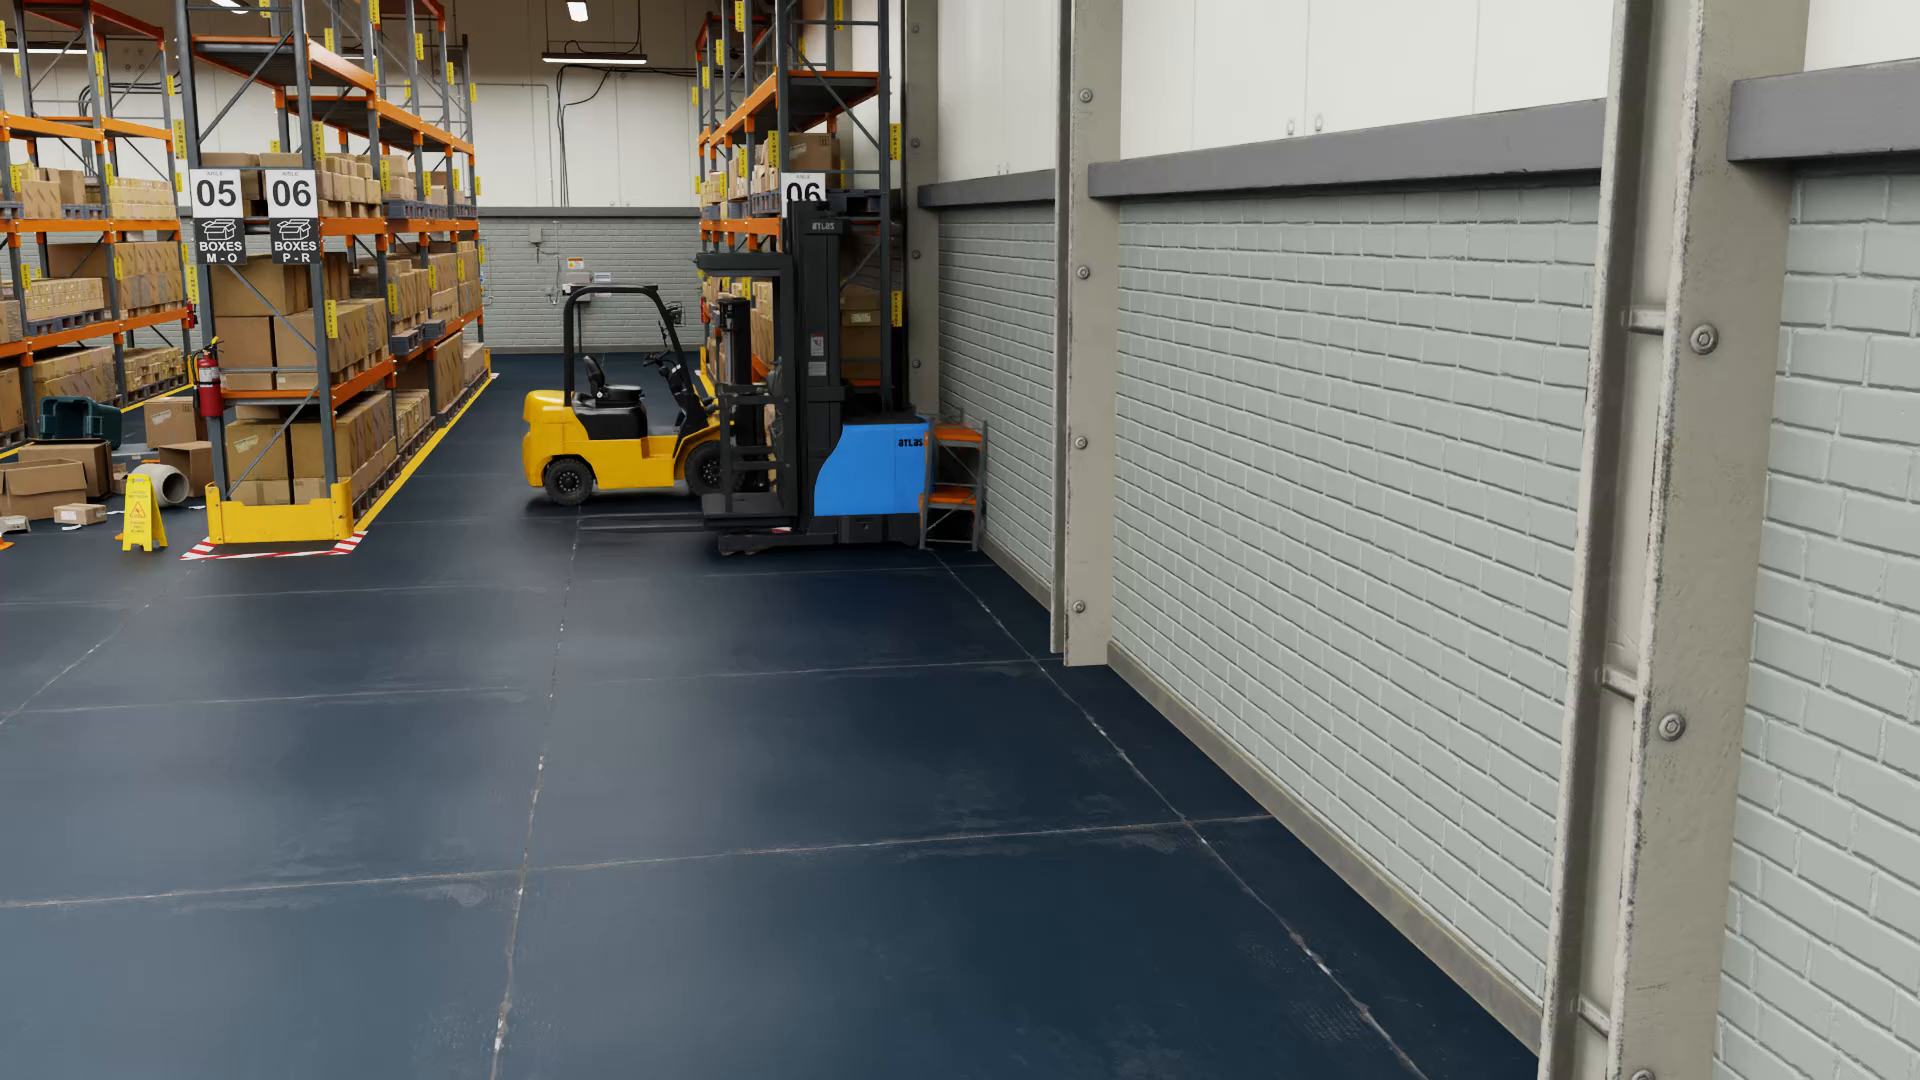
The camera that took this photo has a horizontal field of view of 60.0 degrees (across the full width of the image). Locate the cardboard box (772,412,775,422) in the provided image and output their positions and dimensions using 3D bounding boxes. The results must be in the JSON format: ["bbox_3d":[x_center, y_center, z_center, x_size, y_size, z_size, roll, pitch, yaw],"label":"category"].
[{"bbox_3d":[-1.531,-1.077,15.892,0.500,0.250,0.500,-2,11,-9],"label":"cardboard box"}]

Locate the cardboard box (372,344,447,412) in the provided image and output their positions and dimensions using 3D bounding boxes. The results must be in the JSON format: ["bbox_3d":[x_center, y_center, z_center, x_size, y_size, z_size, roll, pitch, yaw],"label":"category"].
[{"bbox_3d":[-7.612,-2.236,22.981,0.875,0.875,0.875,-2,11,-12],"label":"cardboard box"}]

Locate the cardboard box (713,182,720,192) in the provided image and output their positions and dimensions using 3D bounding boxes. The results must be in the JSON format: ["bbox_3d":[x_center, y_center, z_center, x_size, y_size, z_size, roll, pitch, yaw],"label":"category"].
[{"bbox_3d":[-3.484,-5.259,24.769,0.380,0.149,0.250,-2,11,-11],"label":"cardboard box"}]

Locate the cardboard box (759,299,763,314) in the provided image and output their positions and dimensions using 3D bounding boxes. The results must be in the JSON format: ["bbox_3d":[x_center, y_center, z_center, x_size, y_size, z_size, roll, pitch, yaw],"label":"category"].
[{"bbox_3d":[-1.955,-2.501,17.810,0.380,0.149,0.250,-2,11,-12],"label":"cardboard box"}]

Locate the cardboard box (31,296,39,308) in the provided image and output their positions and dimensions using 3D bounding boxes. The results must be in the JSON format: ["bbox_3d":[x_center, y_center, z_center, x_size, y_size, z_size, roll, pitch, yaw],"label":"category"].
[{"bbox_3d":[-12.347,-3.120,21.819,0.380,0.149,0.250,-2,11,-8],"label":"cardboard box"}]

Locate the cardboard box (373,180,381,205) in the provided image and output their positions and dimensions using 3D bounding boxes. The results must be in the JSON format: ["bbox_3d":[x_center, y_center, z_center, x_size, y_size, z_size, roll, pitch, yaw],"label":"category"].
[{"bbox_3d":[-6.431,-3.685,17.616,0.500,0.250,0.500,-2,11,-12],"label":"cardboard box"}]

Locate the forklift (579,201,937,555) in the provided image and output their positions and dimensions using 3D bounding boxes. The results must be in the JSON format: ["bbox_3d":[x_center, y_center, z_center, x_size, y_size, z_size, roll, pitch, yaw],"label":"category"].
[{"bbox_3d":[-1.768,-1.418,14.307,3.031,2.935,1.130,-2,11,-10],"label":"forklift"}]

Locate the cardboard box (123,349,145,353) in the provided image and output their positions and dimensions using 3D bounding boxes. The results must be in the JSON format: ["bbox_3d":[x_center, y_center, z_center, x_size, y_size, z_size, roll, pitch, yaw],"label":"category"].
[{"bbox_3d":[-14.011,-3.156,28.165,0.380,0.149,0.250,-2,11,-10],"label":"cardboard box"}]

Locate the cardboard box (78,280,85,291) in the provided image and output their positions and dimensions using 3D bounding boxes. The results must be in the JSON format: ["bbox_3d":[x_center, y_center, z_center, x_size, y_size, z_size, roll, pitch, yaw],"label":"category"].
[{"bbox_3d":[-12.751,-3.643,23.769,0.380,0.149,0.250,-2,11,-11],"label":"cardboard box"}]

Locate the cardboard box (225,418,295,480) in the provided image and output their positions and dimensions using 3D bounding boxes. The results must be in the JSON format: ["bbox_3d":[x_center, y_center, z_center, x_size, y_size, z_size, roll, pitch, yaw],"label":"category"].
[{"bbox_3d":[-6.415,-0.838,15.301,0.500,0.500,0.500,-2,11,-11],"label":"cardboard box"}]

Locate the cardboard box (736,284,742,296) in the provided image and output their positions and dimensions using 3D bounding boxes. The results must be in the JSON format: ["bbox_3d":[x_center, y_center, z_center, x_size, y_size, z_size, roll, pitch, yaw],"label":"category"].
[{"bbox_3d":[-2.790,-3.328,22.159,0.380,0.149,0.250,-2,11,-9],"label":"cardboard box"}]

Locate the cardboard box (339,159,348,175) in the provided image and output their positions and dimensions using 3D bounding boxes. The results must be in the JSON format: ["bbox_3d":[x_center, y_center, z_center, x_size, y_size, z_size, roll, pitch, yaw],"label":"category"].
[{"bbox_3d":[-6.014,-3.526,15.718,0.380,0.149,0.250,-2,11,-9],"label":"cardboard box"}]

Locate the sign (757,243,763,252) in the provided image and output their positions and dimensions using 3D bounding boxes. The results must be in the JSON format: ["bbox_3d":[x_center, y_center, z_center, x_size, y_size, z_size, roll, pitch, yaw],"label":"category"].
[{"bbox_3d":[-3.699,-5.333,30.750,0.100,0.325,0.005,-2,11,-11],"label":"sign"}]

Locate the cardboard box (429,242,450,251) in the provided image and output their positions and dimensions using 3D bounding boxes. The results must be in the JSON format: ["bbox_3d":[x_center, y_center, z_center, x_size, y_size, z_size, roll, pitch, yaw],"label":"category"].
[{"bbox_3d":[-8.301,-4.695,26.667,0.380,0.149,0.250,-2,11,-12],"label":"cardboard box"}]

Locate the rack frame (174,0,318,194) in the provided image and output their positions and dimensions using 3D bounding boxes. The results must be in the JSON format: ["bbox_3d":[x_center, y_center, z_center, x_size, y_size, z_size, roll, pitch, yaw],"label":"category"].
[{"bbox_3d":[-6.004,-4.424,13.870,1.000,3.000,0.127,-2,11,-11],"label":"rack frame"}]

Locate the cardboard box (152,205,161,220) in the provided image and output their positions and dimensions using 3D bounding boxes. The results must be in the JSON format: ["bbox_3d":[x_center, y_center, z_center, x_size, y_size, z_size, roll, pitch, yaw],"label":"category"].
[{"bbox_3d":[-13.414,-5.354,27.181,0.500,0.250,0.500,-2,11,-9],"label":"cardboard box"}]

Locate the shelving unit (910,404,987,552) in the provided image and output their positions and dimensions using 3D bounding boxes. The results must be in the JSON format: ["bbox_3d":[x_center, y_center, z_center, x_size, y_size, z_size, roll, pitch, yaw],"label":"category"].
[{"bbox_3d":[-0.147,-0.557,14.521,0.538,1.125,1.048,3,10,-11],"label":"shelving unit"}]

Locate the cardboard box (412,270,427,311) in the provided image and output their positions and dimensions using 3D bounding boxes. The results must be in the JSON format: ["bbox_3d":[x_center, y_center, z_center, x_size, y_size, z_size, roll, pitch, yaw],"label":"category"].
[{"bbox_3d":[-7.087,-3.178,21.183,0.500,0.500,0.500,-2,11,-12],"label":"cardboard box"}]

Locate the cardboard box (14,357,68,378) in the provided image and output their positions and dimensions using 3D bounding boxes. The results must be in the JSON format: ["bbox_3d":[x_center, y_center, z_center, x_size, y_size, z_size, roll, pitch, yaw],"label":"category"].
[{"bbox_3d":[-12.391,-2.320,22.421,0.500,0.250,0.500,-2,11,-12],"label":"cardboard box"}]

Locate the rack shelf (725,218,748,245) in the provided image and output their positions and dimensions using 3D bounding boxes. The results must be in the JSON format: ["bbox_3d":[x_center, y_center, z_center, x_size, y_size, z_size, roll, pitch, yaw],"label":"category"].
[{"bbox_3d":[-2.302,-3.878,20.952,1.077,0.370,4.000,-2,11,-11],"label":"rack shelf"}]

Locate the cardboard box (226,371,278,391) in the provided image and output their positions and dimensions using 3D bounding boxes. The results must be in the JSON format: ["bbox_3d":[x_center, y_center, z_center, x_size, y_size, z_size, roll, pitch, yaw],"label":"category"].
[{"bbox_3d":[-6.286,-1.414,14.774,0.380,0.149,0.250,-2,11,-9],"label":"cardboard box"}]

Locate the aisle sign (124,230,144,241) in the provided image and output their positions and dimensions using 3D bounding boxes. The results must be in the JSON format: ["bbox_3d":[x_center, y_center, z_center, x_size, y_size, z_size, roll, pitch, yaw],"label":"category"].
[{"bbox_3d":[-14.260,-5.492,28.576,0.394,0.787,0.004,-2,11,-11],"label":"aisle sign"}]

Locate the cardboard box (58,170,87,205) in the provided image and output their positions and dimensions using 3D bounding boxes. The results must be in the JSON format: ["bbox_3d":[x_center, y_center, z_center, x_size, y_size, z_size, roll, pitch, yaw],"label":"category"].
[{"bbox_3d":[-13.208,-5.134,24.236,0.700,0.500,0.500,-2,11,-11],"label":"cardboard box"}]

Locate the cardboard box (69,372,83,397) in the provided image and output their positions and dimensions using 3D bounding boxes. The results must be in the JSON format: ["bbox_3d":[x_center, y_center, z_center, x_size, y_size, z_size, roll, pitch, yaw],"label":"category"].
[{"bbox_3d":[-12.488,-2.049,22.999,0.500,0.500,0.500,-2,11,-12],"label":"cardboard box"}]

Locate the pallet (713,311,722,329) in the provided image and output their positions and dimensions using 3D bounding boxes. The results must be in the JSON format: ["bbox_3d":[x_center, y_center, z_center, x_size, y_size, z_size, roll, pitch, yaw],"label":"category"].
[{"bbox_3d":[-2.892,-3.152,23.750,1.213,0.211,1.003,-2,11,-11],"label":"pallet"}]

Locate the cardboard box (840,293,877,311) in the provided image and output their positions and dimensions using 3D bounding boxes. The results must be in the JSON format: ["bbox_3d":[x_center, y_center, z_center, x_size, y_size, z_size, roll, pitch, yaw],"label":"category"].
[{"bbox_3d":[-0.991,-2.241,15.650,0.380,0.149,0.250,-2,11,-12],"label":"cardboard box"}]

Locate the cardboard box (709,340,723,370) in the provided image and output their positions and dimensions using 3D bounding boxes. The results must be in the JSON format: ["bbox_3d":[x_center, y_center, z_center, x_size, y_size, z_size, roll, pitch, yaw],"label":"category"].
[{"bbox_3d":[-4.093,-3.297,29.557,0.700,0.500,0.500,-2,11,-9],"label":"cardboard box"}]

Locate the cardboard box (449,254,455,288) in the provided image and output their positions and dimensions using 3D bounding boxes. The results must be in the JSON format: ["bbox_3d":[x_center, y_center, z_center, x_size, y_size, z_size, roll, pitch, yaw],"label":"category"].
[{"bbox_3d":[-7.897,-4.050,25.012,0.500,0.500,0.500,-2,11,-10],"label":"cardboard box"}]

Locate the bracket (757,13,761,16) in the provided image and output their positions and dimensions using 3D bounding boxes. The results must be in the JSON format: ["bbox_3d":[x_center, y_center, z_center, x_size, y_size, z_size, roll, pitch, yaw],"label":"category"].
[{"bbox_3d":[-3.651,-9.270,29.707,0.076,0.066,4.783,-2,11,-11],"label":"bracket"}]

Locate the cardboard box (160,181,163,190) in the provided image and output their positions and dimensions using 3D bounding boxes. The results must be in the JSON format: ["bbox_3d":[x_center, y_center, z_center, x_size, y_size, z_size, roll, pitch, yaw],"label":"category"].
[{"bbox_3d":[-13.626,-5.955,27.939,0.380,0.149,0.250,-2,11,-10],"label":"cardboard box"}]

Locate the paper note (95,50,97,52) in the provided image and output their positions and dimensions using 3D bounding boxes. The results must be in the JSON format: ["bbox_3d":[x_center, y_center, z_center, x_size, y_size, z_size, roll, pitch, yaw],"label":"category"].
[{"bbox_3d":[-14.390,-8.138,27.686,0.001,0.032,0.123,-2,11,-11],"label":"paper note"}]

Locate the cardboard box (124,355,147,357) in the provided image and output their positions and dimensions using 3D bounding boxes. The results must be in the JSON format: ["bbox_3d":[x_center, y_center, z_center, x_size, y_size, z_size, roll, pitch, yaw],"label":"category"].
[{"bbox_3d":[-13.307,-2.888,26.760,0.380,0.149,0.250,-3,11,-13],"label":"cardboard box"}]

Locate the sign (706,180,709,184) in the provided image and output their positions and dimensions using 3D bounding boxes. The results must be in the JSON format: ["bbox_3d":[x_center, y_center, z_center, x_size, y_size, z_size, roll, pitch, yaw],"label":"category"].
[{"bbox_3d":[-4.000,-5.565,26.507,0.100,0.325,0.005,-2,11,-11],"label":"sign"}]

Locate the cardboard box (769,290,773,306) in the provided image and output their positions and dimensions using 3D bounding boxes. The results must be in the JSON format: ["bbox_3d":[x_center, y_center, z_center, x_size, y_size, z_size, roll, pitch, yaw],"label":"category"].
[{"bbox_3d":[-1.703,-2.413,16.553,0.380,0.149,0.250,-2,11,-10],"label":"cardboard box"}]

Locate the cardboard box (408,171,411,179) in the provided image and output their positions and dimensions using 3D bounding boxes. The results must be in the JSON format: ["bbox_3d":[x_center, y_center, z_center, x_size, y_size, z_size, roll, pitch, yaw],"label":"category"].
[{"bbox_3d":[-8.451,-5.234,24.761,0.500,0.500,0.500,-2,11,-12],"label":"cardboard box"}]

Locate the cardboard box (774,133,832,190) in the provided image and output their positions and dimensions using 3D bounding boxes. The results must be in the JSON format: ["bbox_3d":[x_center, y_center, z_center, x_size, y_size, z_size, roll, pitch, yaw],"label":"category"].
[{"bbox_3d":[-1.461,-3.508,15.425,0.500,0.500,0.500,-2,11,-9],"label":"cardboard box"}]

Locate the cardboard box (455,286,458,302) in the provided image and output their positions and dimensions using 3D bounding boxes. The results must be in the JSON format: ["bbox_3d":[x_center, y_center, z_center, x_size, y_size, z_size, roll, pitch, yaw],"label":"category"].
[{"bbox_3d":[-8.013,-3.777,25.583,0.500,0.250,0.500,-2,11,-11],"label":"cardboard box"}]

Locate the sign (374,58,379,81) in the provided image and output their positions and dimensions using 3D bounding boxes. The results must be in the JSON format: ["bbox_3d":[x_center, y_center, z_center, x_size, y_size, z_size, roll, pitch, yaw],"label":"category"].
[{"bbox_3d":[-8.887,-7.145,25.249,0.100,0.325,0.005,-2,11,-11],"label":"sign"}]

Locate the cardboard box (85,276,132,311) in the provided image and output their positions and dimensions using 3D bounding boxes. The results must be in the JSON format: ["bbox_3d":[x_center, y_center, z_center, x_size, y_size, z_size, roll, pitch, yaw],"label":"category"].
[{"bbox_3d":[-13.023,-3.774,25.440,0.500,0.500,0.500,-2,11,-12],"label":"cardboard box"}]

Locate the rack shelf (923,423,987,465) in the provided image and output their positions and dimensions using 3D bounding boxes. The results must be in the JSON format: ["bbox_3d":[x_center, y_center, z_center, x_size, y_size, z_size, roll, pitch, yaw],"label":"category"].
[{"bbox_3d":[-0.122,-0.845,14.473,0.538,0.278,1.000,3,10,-11],"label":"rack shelf"}]

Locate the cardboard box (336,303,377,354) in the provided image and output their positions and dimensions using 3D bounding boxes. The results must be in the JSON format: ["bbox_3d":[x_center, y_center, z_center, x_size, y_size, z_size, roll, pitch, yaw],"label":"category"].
[{"bbox_3d":[-6.239,-2.144,16.874,0.500,0.500,0.500,-2,11,-9],"label":"cardboard box"}]

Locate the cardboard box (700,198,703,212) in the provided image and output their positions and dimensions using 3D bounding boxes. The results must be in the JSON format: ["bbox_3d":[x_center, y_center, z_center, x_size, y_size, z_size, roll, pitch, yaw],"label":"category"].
[{"bbox_3d":[-4.429,-6.047,30.027,0.500,0.250,0.500,-2,11,-12],"label":"cardboard box"}]

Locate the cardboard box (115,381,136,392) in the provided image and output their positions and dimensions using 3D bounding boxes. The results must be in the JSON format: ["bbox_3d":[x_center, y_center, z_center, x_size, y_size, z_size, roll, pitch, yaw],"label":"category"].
[{"bbox_3d":[-12.929,-2.363,25.591,0.380,0.149,0.250,-3,11,-13],"label":"cardboard box"}]

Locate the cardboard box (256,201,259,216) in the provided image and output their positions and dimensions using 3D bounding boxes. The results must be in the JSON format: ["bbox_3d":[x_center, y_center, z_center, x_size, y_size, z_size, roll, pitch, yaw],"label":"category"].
[{"bbox_3d":[-6.428,-2.926,14.698,0.380,0.149,0.250,-2,11,-11],"label":"cardboard box"}]

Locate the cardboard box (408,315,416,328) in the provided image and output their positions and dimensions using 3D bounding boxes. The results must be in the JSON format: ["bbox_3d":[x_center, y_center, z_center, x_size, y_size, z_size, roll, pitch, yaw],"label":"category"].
[{"bbox_3d":[-6.805,-2.646,20.124,0.380,0.149,0.250,-2,11,-9],"label":"cardboard box"}]

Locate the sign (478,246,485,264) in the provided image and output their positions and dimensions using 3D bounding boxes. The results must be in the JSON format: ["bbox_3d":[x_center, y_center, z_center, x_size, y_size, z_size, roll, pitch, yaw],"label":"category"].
[{"bbox_3d":[-8.581,-5.113,29.809,0.100,0.325,0.005,-2,11,-11],"label":"sign"}]

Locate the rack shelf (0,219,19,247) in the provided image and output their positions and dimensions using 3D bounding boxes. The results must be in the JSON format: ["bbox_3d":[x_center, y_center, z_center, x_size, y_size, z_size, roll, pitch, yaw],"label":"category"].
[{"bbox_3d":[-12.006,-3.498,18.957,1.077,0.370,4.000,-2,11,-11],"label":"rack shelf"}]

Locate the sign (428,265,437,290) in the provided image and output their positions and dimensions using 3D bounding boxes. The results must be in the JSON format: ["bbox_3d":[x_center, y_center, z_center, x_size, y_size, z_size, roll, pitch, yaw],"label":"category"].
[{"bbox_3d":[-7.029,-3.495,22.152,0.100,0.325,0.005,-2,11,-11],"label":"sign"}]

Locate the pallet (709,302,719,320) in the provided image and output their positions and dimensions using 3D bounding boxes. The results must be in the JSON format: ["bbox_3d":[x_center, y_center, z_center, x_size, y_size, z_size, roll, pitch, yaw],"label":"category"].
[{"bbox_3d":[-3.421,-3.614,26.174,1.003,0.211,1.213,-2,11,-11],"label":"pallet"}]

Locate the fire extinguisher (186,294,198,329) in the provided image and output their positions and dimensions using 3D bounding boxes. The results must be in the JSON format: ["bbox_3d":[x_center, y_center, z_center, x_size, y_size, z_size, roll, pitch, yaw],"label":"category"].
[{"bbox_3d":[-13.548,-4.054,29.179,0.296,0.674,0.183,-2,11,-11],"label":"fire extinguisher"}]

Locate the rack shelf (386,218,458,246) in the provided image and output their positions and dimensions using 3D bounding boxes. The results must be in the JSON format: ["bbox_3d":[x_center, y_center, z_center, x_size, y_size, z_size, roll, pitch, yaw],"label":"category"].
[{"bbox_3d":[-7.949,-4.431,23.854,1.077,0.370,4.000,-2,11,-11],"label":"rack shelf"}]

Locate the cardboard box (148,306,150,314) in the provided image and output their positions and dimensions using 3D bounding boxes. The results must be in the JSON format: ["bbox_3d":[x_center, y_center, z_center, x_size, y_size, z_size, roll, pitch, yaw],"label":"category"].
[{"bbox_3d":[-13.309,-3.706,26.820,0.380,0.149,0.250,-2,11,-9],"label":"cardboard box"}]

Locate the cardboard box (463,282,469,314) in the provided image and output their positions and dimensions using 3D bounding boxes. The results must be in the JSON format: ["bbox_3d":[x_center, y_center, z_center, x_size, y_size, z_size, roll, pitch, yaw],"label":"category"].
[{"bbox_3d":[-8.266,-3.914,26.973,0.500,0.500,0.500,-2,11,-11],"label":"cardboard box"}]

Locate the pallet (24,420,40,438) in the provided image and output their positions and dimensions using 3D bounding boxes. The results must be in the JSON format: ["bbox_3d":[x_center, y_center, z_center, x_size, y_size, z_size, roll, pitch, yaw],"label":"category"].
[{"bbox_3d":[-12.546,-1.519,22.111,1.003,0.211,1.213,-2,11,-11],"label":"pallet"}]

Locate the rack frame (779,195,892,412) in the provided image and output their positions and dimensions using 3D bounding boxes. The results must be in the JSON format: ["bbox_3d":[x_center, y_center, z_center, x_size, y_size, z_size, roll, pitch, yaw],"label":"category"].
[{"bbox_3d":[-1.135,-1.658,15.383,1.000,3.000,0.127,-2,11,-11],"label":"rack frame"}]

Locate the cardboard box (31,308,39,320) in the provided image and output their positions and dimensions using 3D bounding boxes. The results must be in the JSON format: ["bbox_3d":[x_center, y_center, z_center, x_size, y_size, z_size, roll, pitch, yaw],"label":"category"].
[{"bbox_3d":[-12.337,-2.967,21.809,0.380,0.149,0.250,-2,11,-8],"label":"cardboard box"}]
